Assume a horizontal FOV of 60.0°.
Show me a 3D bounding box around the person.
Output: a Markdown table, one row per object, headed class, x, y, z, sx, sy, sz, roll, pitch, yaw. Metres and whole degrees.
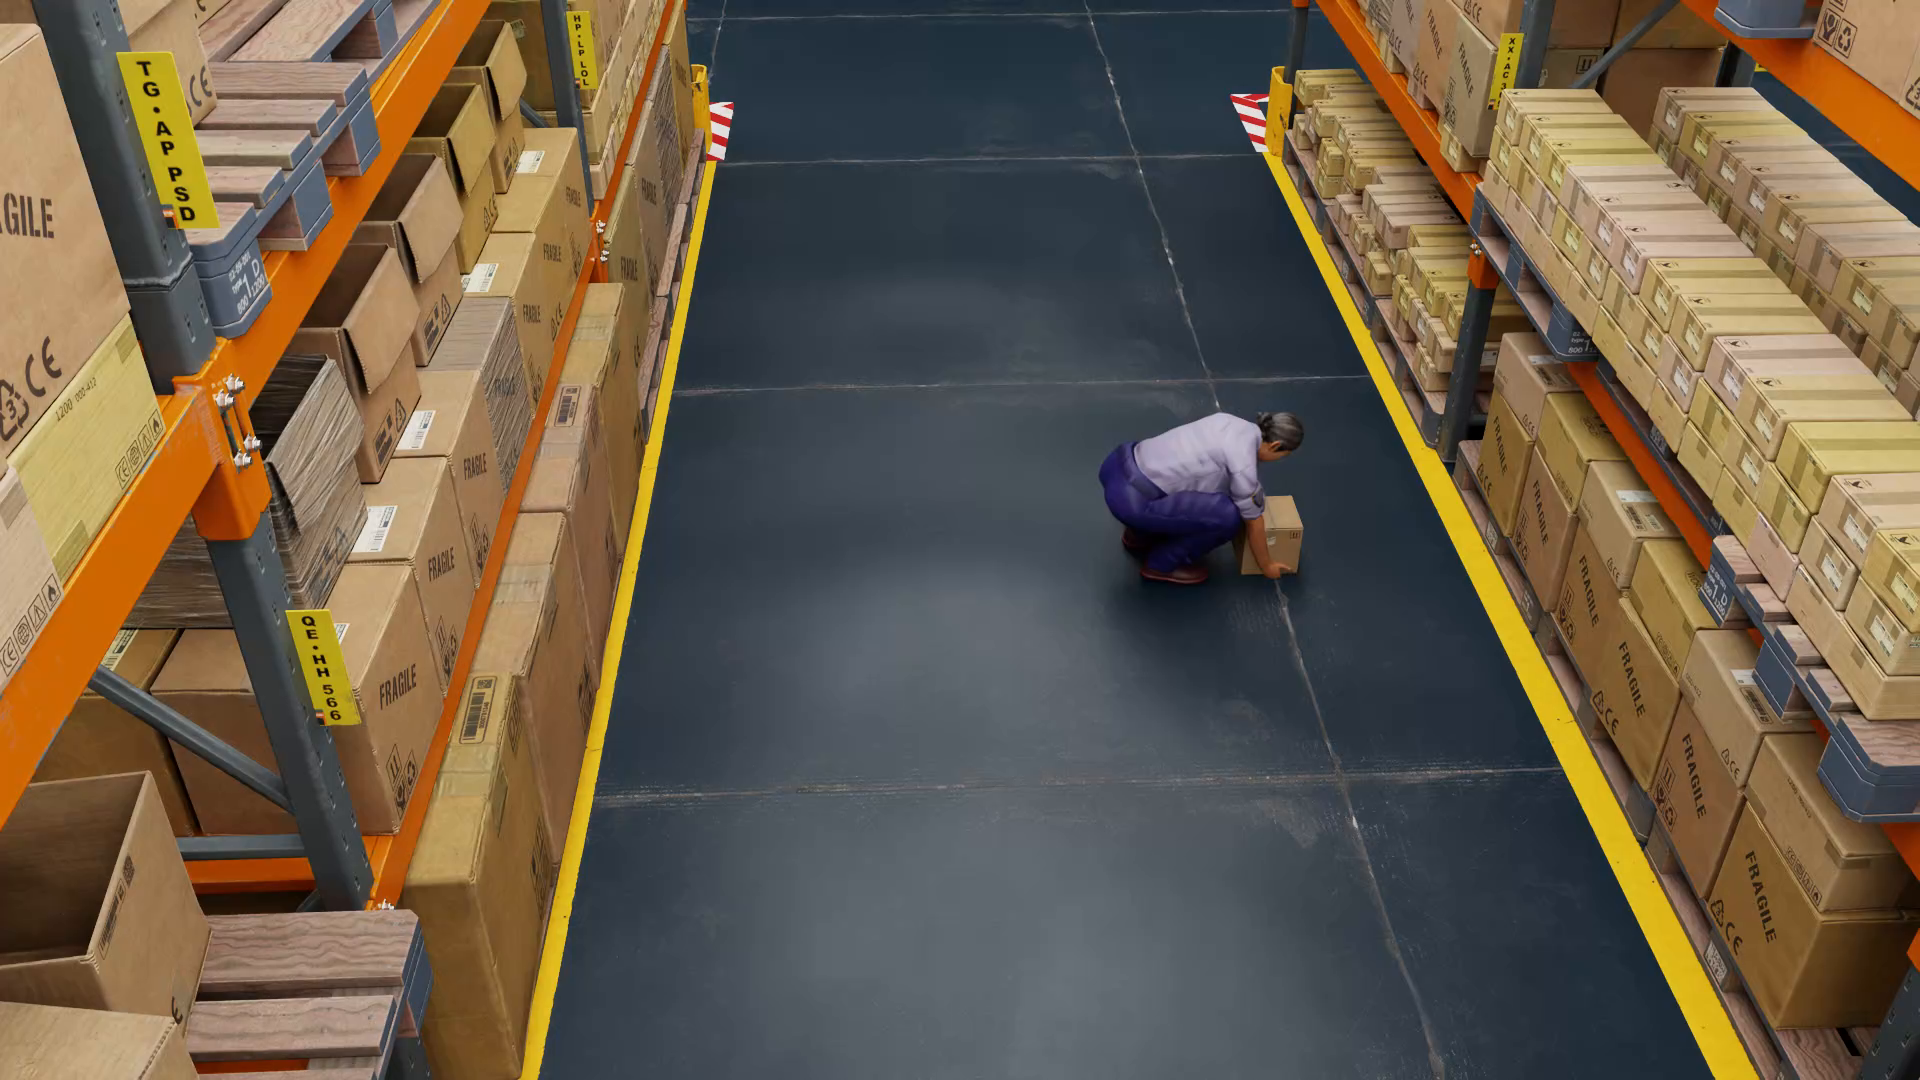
| class | x | y | z | sx | sy | sz | roll | pitch | yaw |
| --- | --- | --- | --- | --- | --- | --- | --- | --- | --- |
| person | 1.041 | -0.198 | 7.258 | 0.870 | 0.773 | 0.506 | -2 | 36 | -3 |
